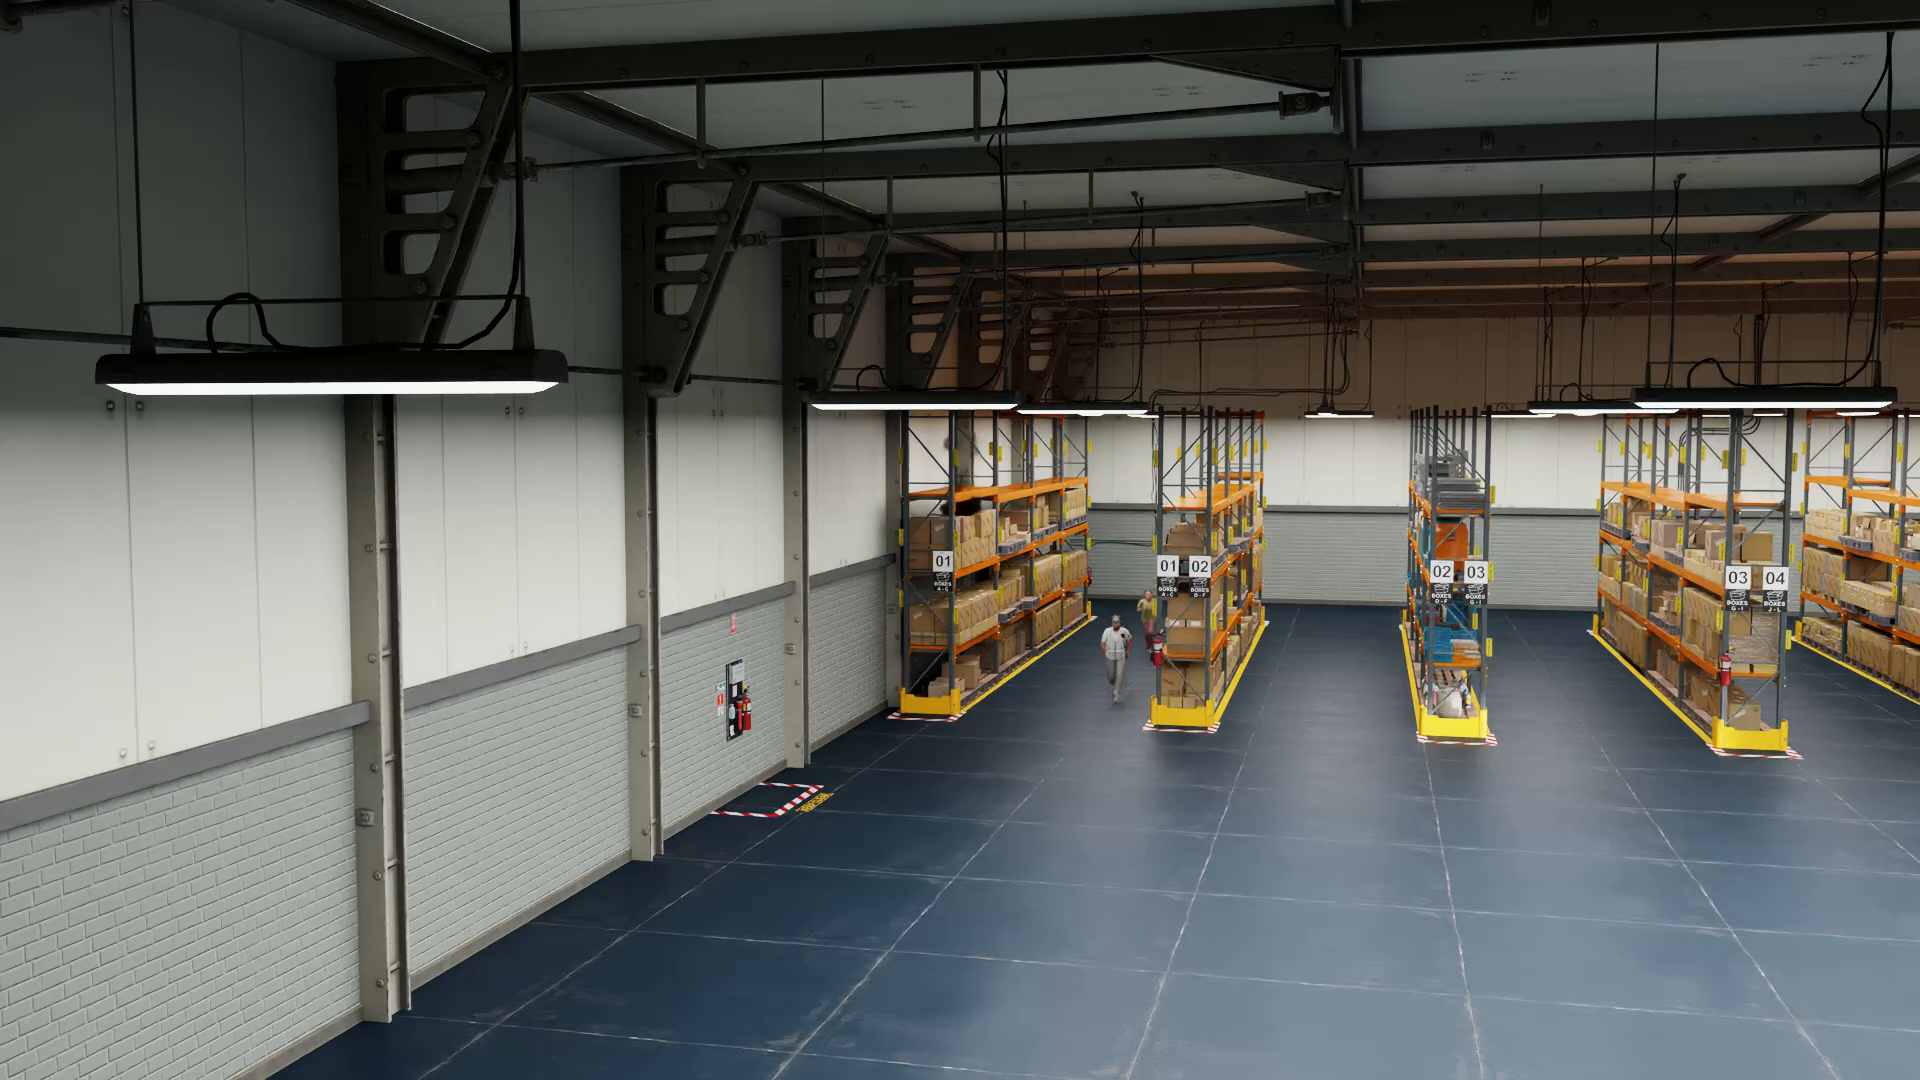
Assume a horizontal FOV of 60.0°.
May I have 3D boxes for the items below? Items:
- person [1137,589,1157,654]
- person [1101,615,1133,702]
[{"bbox_3d":[4.615,1.981,40.623,0.561,1.587,0.842,1,4,14],"label":"person"},{"bbox_3d":[3.218,2.396,34.201,0.651,1.760,0.893,1,4,9],"label":"person"}]
